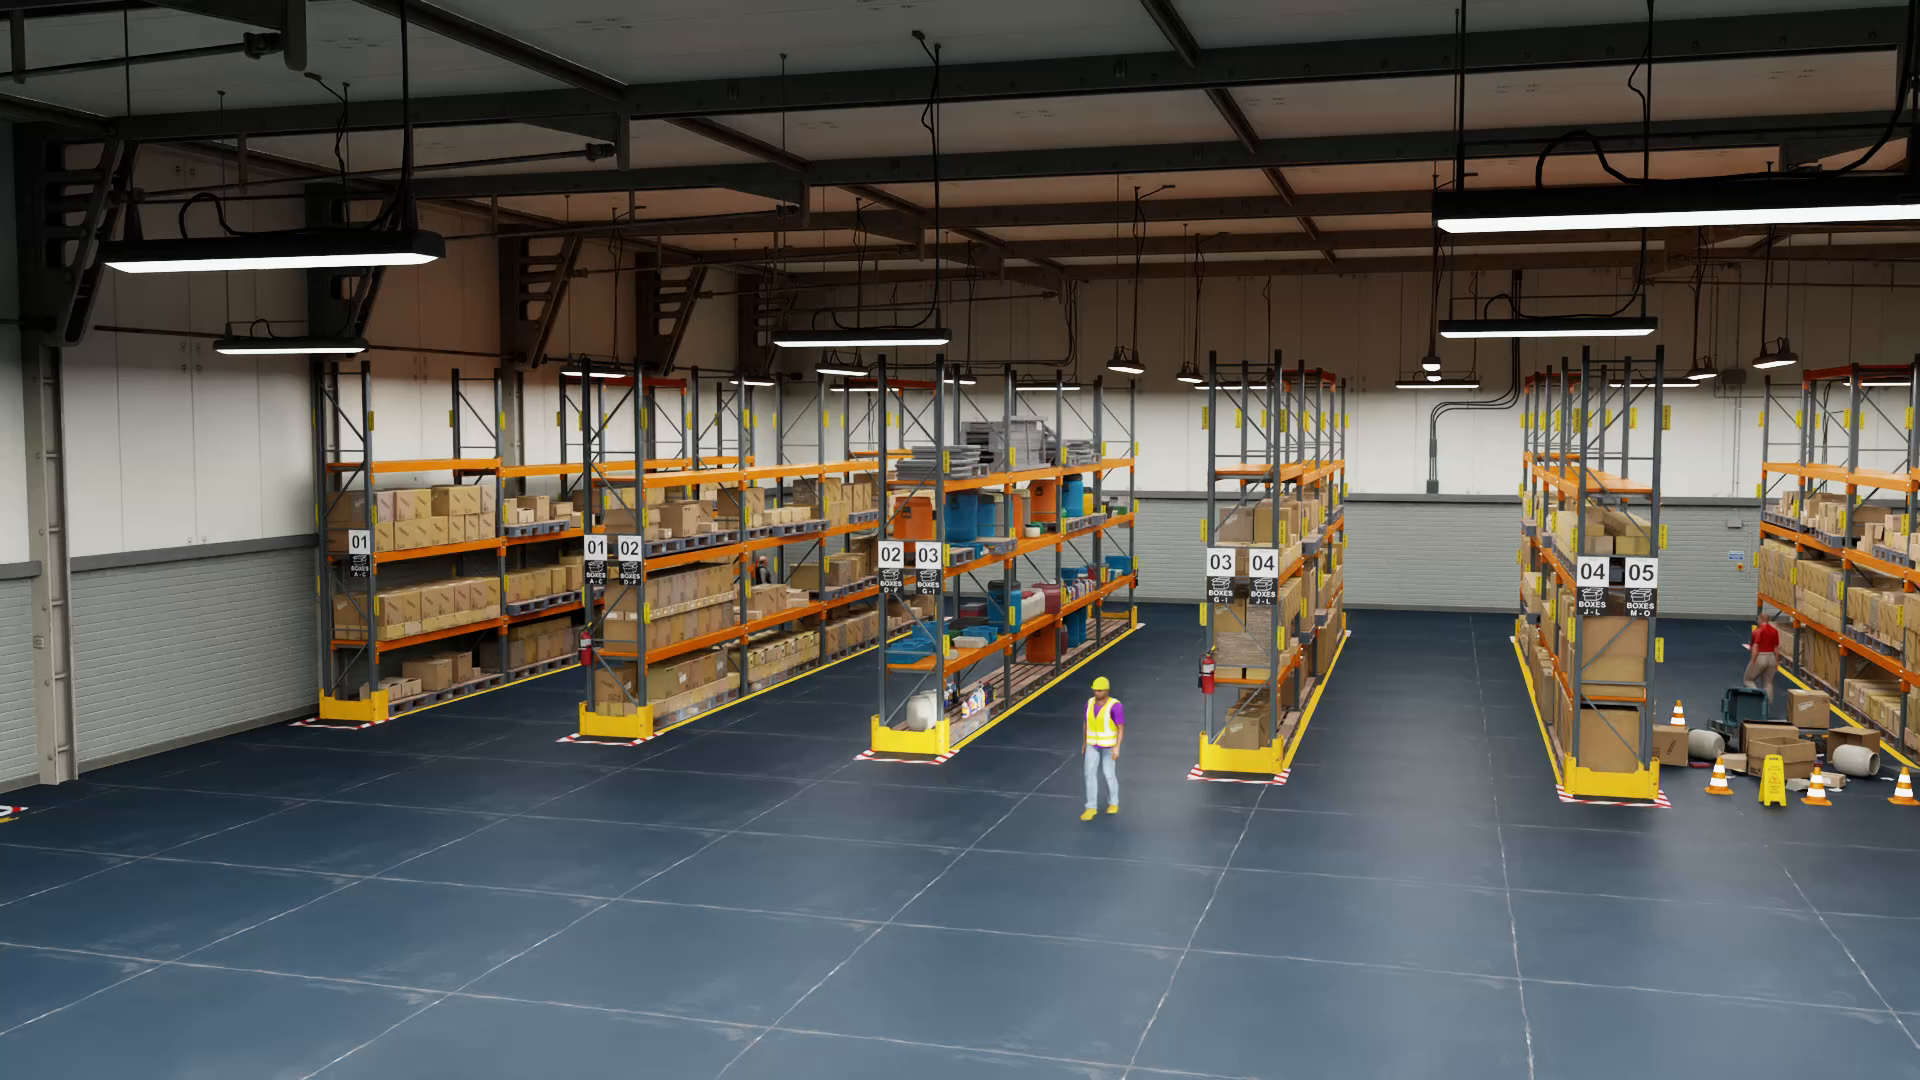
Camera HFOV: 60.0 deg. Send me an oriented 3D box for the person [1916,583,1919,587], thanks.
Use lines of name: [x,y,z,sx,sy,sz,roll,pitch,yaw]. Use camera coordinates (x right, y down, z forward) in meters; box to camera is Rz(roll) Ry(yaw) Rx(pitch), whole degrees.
person: [19.012,1.752,32.989,0.602,1.790,0.467,-1,4,-13]

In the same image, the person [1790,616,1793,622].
person: [19.416,1.442,38.363,1.003,1.624,0.435,0,4,-1]

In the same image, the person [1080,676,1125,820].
person: [1.780,2.625,21.063,0.642,1.787,0.641,3,5,35]

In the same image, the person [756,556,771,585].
person: [-4.815,1.256,40.418,0.478,1.724,0.567,-2,4,-23]

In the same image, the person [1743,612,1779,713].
person: [13.759,2.119,28.505,0.580,1.755,0.413,-1,4,-15]
